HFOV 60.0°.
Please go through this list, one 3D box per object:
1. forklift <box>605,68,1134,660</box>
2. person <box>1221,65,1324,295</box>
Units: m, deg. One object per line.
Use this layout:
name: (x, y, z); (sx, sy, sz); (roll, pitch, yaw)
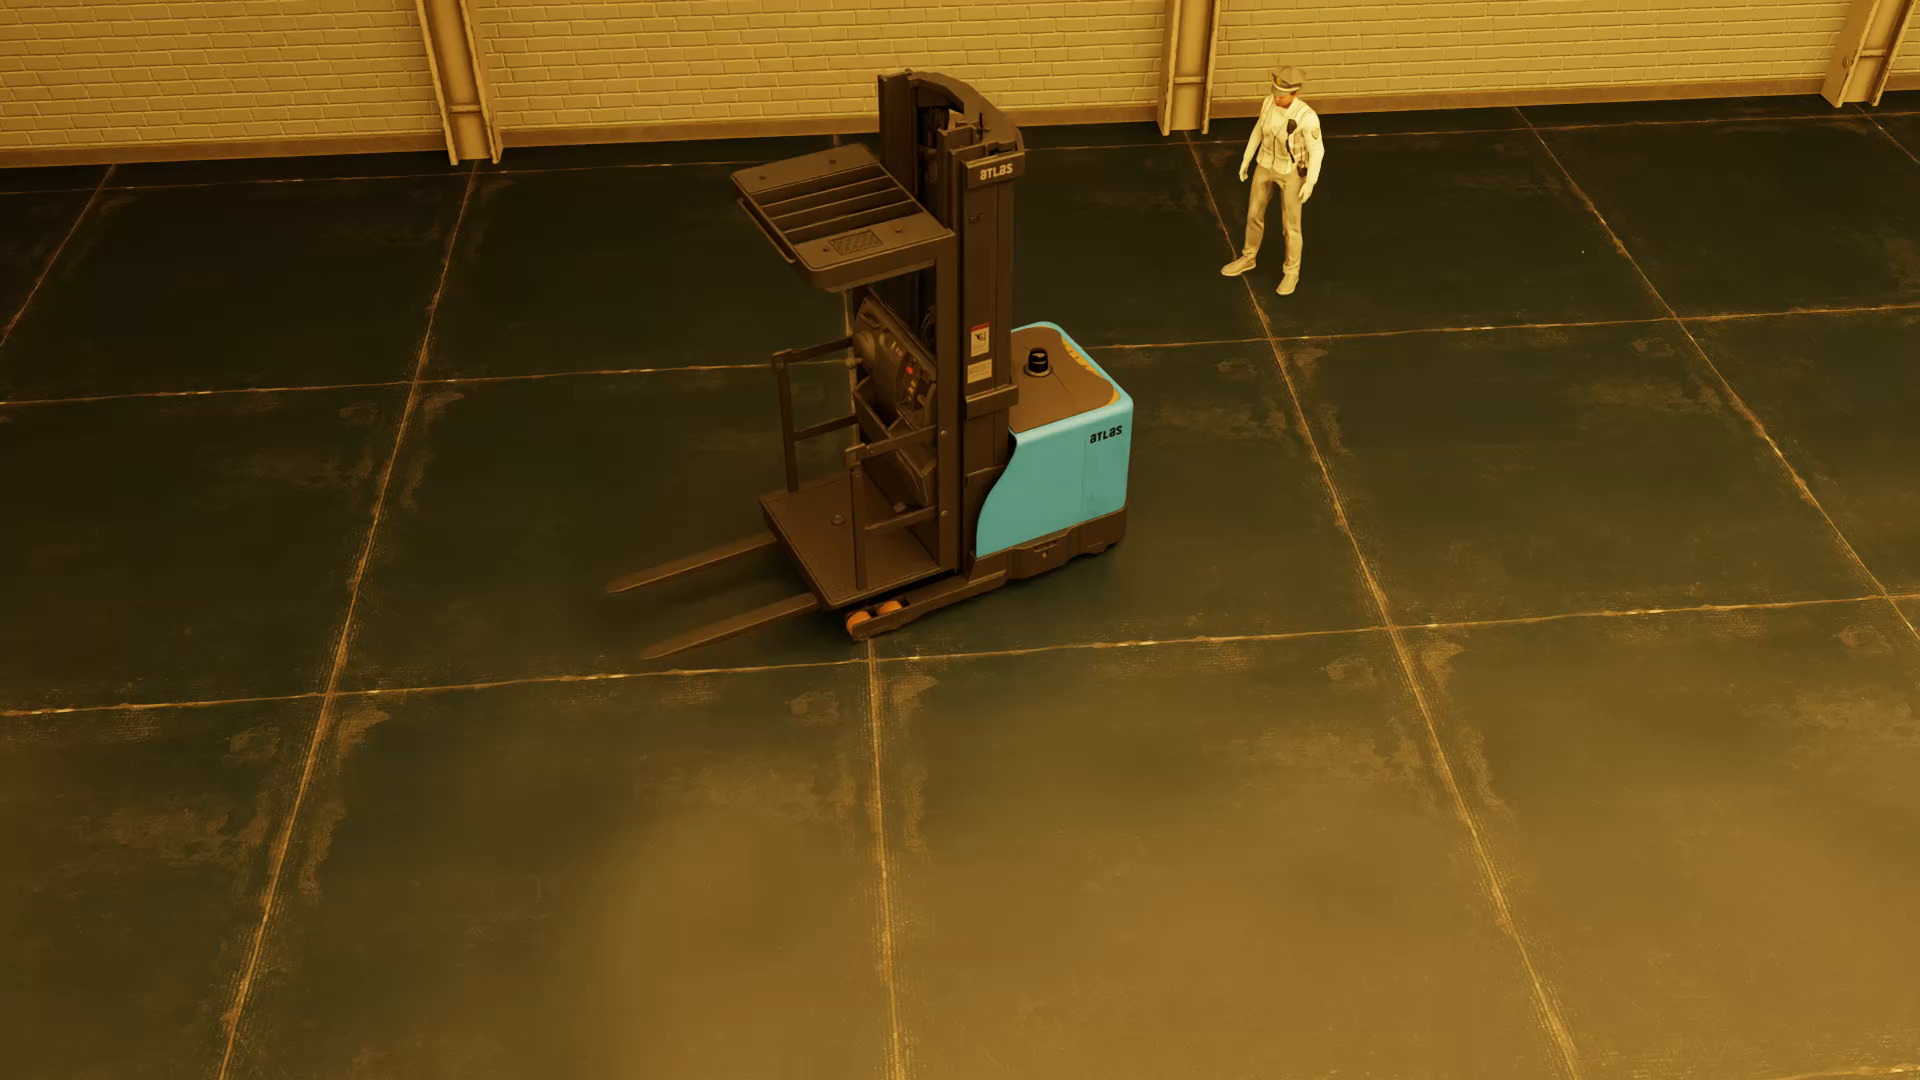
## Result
forklift: (-0.541, -0.933, 9.029); (3.031, 2.935, 1.130); (-18, 44, -20)
person: (2.288, -2.625, 11.986); (0.606, 1.673, 0.413); (30, 49, 31)
